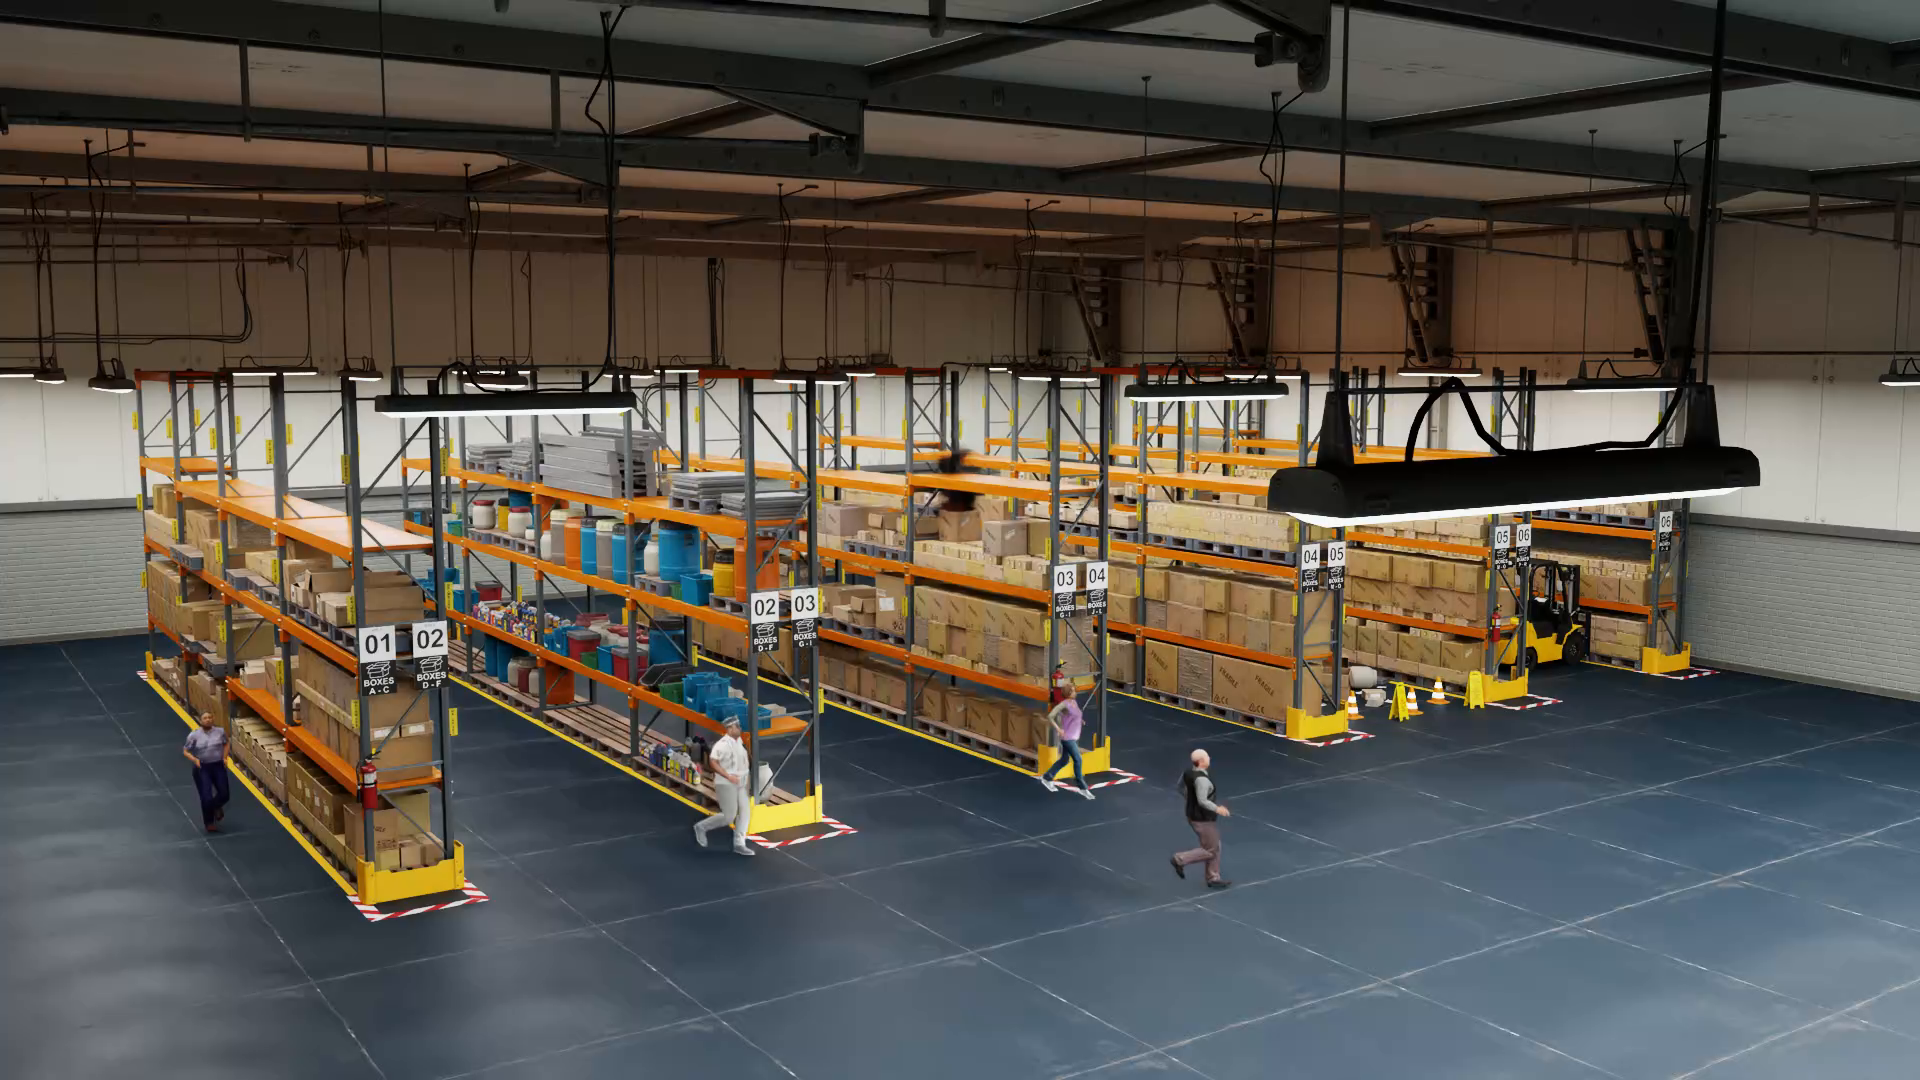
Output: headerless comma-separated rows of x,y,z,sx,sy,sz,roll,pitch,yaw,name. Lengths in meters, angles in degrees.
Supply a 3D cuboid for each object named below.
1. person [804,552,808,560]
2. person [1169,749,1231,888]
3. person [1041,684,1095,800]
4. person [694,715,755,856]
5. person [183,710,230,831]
-3.488,1.109,38.416,0.679,1.818,0.767,-4,8,-31,person
2.834,3.294,19.641,0.808,1.686,0.676,-1,7,-11,person
1.565,2.856,23.747,0.819,1.610,0.580,2,7,18,person
-2.902,3.089,21.175,0.845,1.729,0.719,3,7,22,person
-9.966,3.051,22.079,0.603,1.596,0.571,-5,8,-36,person
